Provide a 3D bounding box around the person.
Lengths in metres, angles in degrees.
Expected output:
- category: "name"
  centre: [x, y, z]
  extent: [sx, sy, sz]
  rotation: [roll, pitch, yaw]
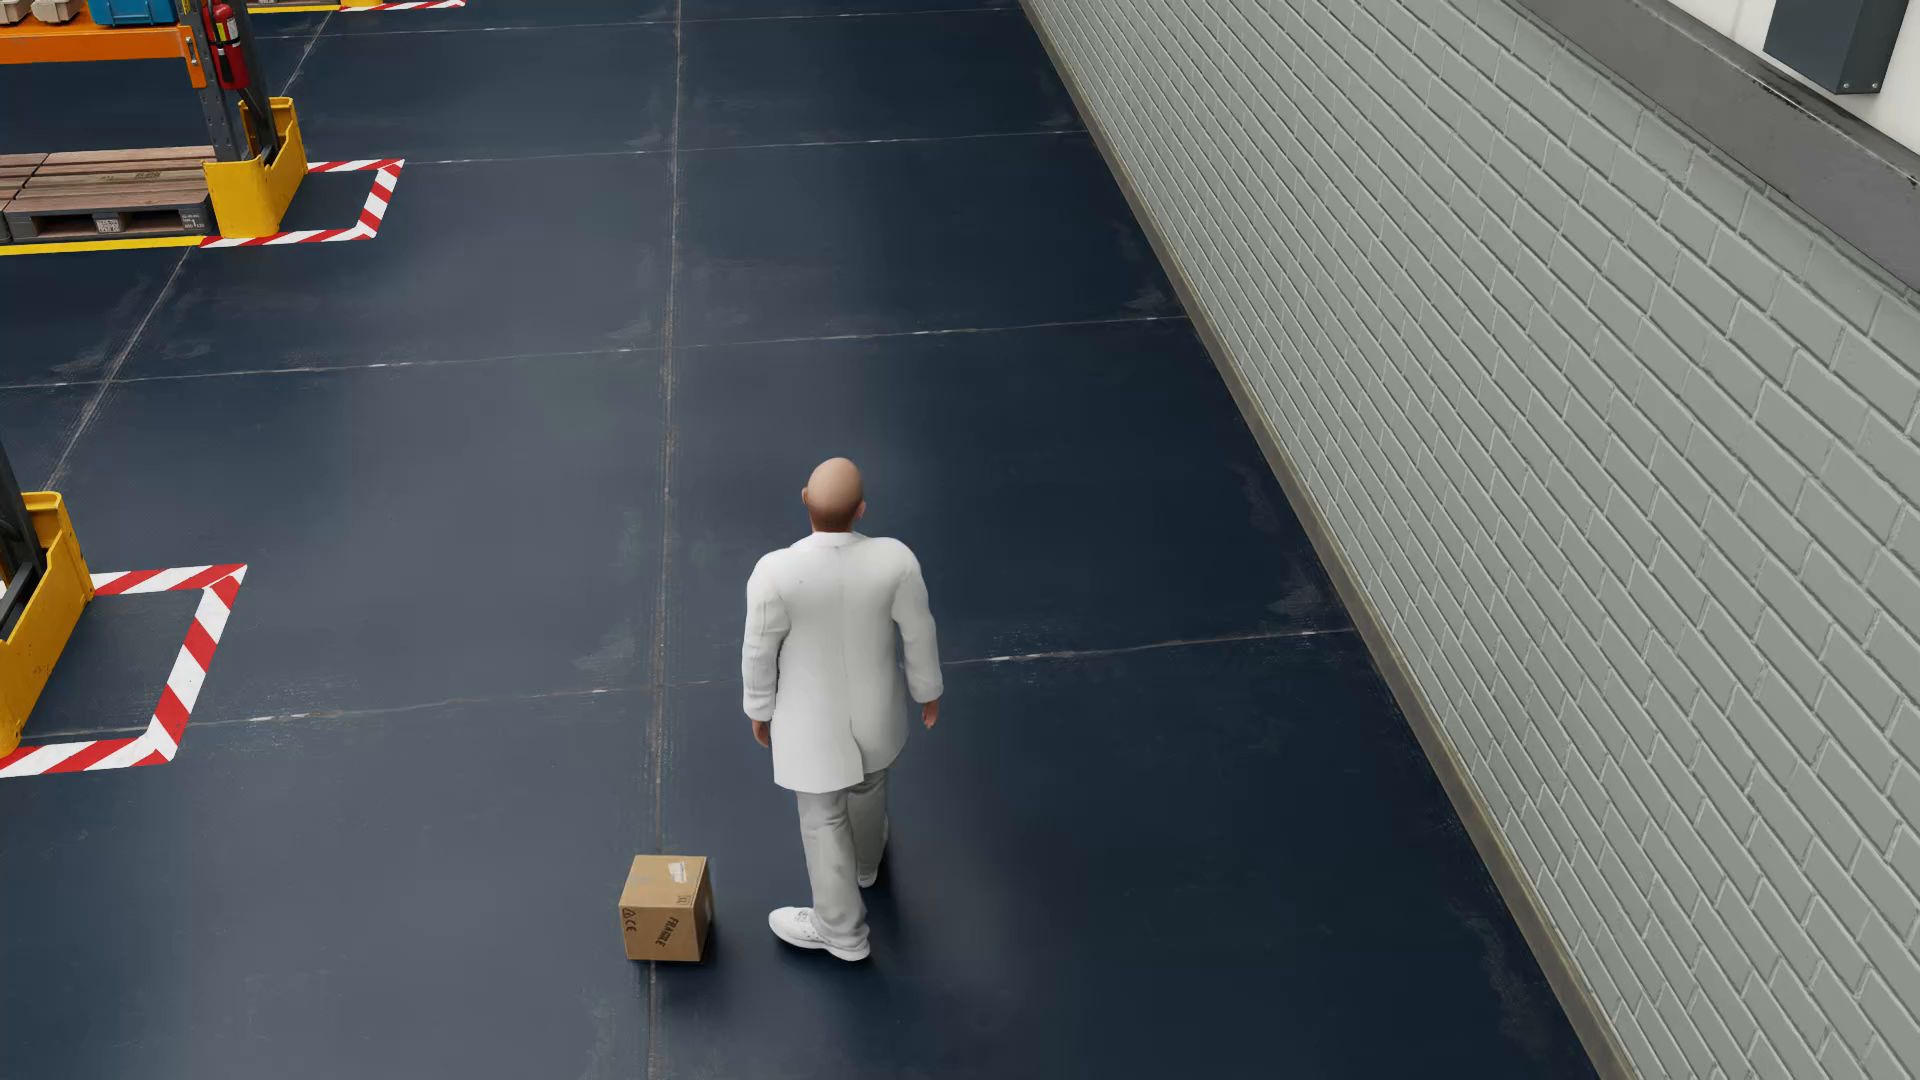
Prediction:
- category: "person"
  centre: [-0.381, 0.520, 5.393]
  extent: [0.645, 1.778, 0.688]
  rotation: [-12, 36, -16]
